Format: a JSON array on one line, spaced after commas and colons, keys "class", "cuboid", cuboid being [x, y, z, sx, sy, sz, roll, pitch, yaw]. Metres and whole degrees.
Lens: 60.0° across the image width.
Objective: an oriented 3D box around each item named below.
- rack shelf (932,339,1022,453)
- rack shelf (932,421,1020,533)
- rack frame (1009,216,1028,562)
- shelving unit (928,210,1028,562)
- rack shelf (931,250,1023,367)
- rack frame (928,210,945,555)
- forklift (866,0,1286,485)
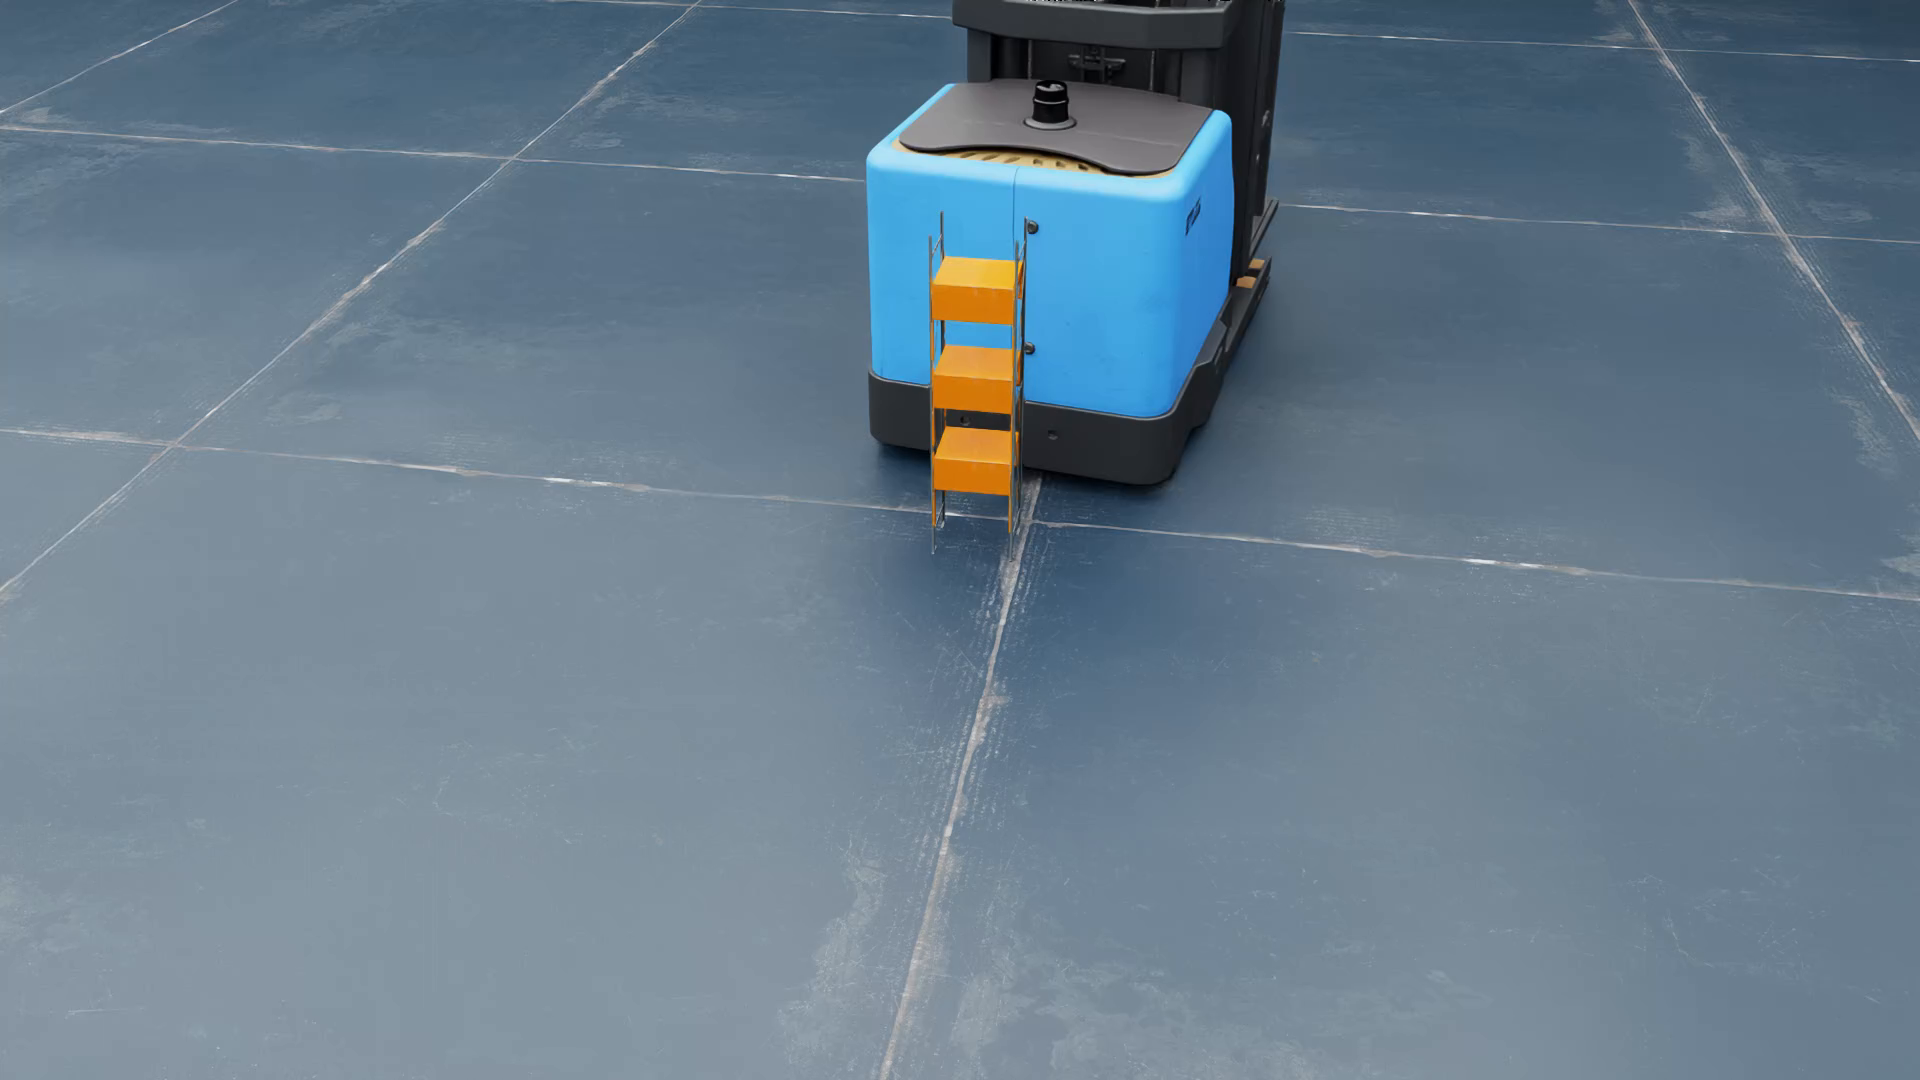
[{"class": "rack shelf", "cuboid": [0.053, -0.431, 4.969, 0.240, 0.259, 0.215, 5, 32, 8]}, {"class": "rack shelf", "cuboid": [0.053, -0.196, 5.117, 0.240, 0.259, 0.215, 5, 32, 8]}, {"class": "rack frame", "cuboid": [0.173, -0.429, 4.946, 0.008, 1.050, 0.200, 5, 32, 8]}, {"class": "shelving unit", "cuboid": [0.053, -0.440, 4.964, 0.252, 1.050, 0.215, 5, 32, 8]}, {"class": "rack shelf", "cuboid": [0.053, -0.672, 4.819, 0.240, 0.259, 0.215, 5, 32, 8]}, {"class": "rack frame", "cuboid": [-0.068, -0.451, 4.981, 0.008, 1.050, 0.200, 5, 32, 8]}, {"class": "forklift", "cuboid": [0.642, -2.194, 5.993, 1.130, 2.935, 3.031, 10, 33, 16]}]
